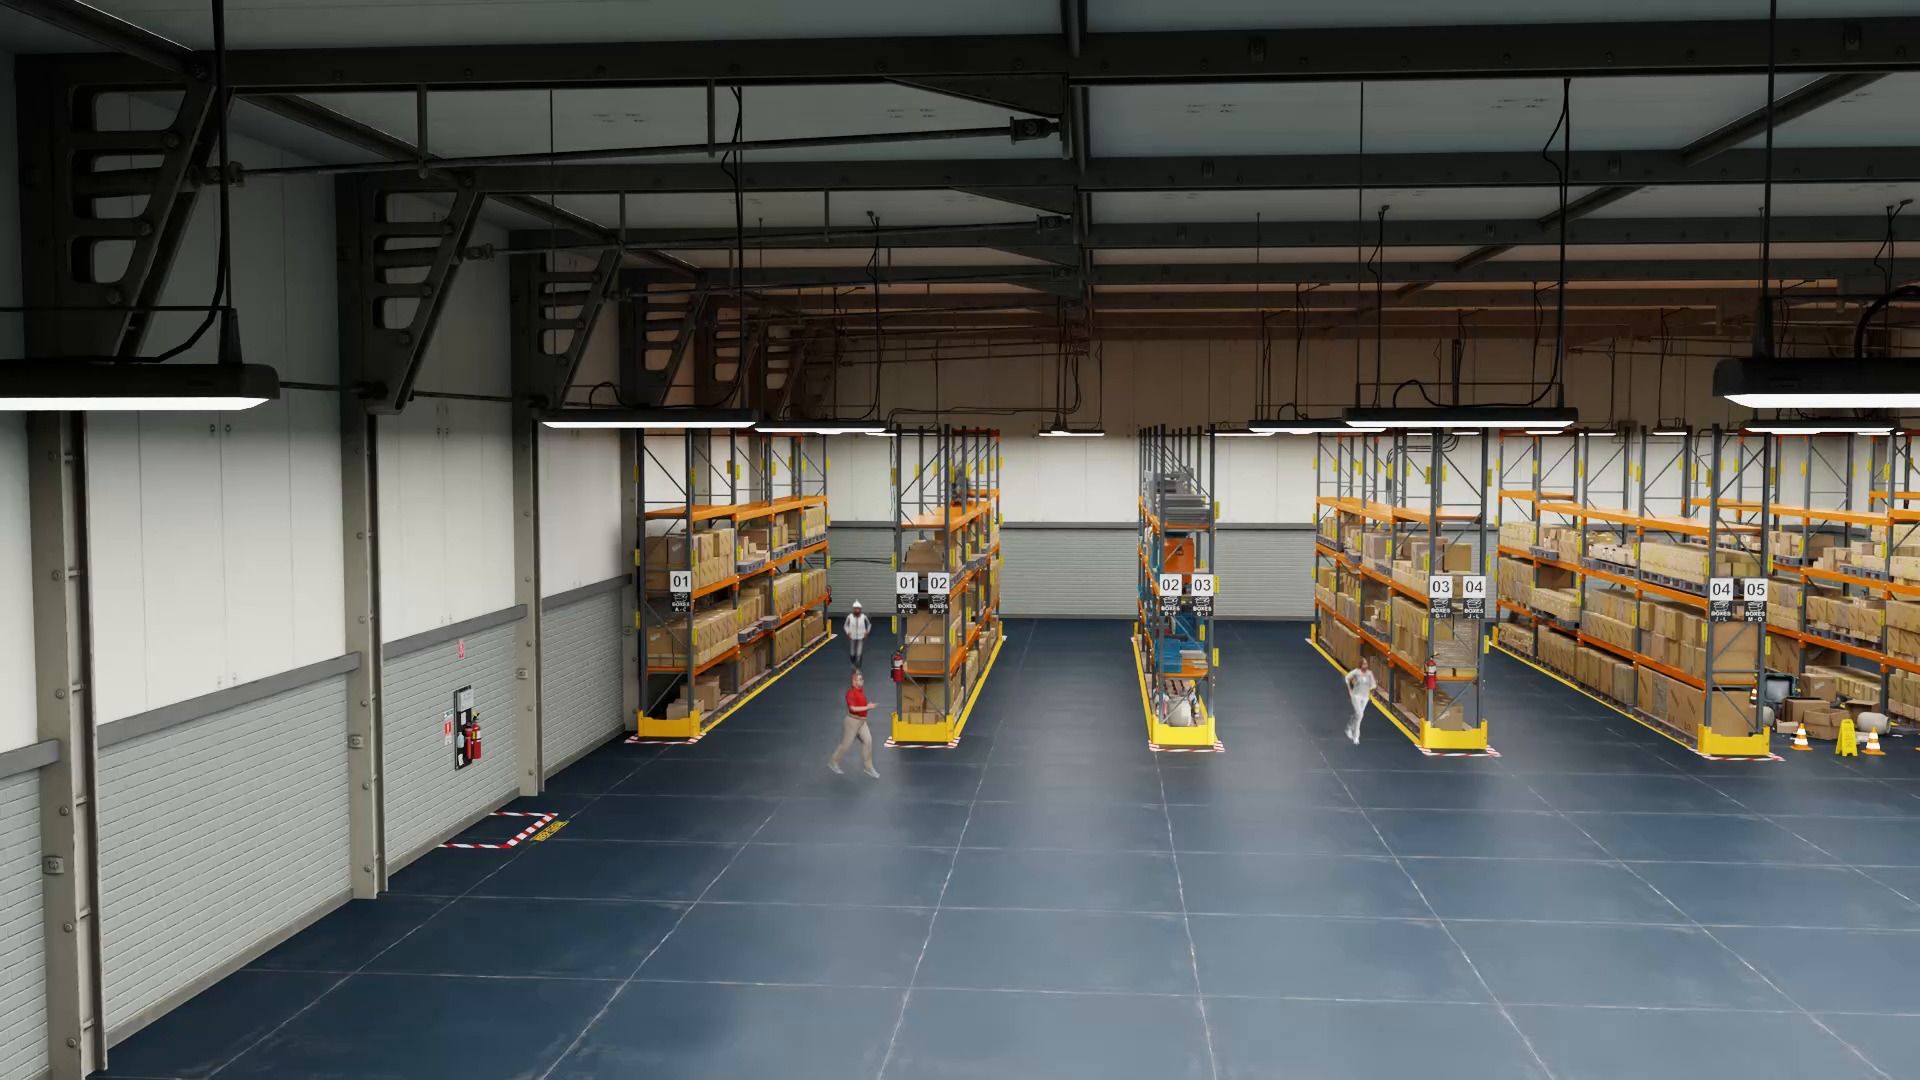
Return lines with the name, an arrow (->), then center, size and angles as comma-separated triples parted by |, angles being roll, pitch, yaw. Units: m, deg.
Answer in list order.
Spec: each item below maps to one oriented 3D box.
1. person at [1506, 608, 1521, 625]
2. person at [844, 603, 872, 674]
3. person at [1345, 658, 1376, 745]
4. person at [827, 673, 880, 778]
person -> 15.859, 2.016, 47.378 | 0.752, 1.683, 0.704 | 3, 4, 36
person -> -2.492, 2.391, 40.587 | 0.682, 1.752, 0.605 | 0, 3, -1
person -> 7.551, 3.033, 31.388 | 0.522, 1.657, 0.711 | -1, 4, -14
person -> -1.788, 3.133, 28.135 | 0.879, 1.768, 0.641 | 1, 4, 19
